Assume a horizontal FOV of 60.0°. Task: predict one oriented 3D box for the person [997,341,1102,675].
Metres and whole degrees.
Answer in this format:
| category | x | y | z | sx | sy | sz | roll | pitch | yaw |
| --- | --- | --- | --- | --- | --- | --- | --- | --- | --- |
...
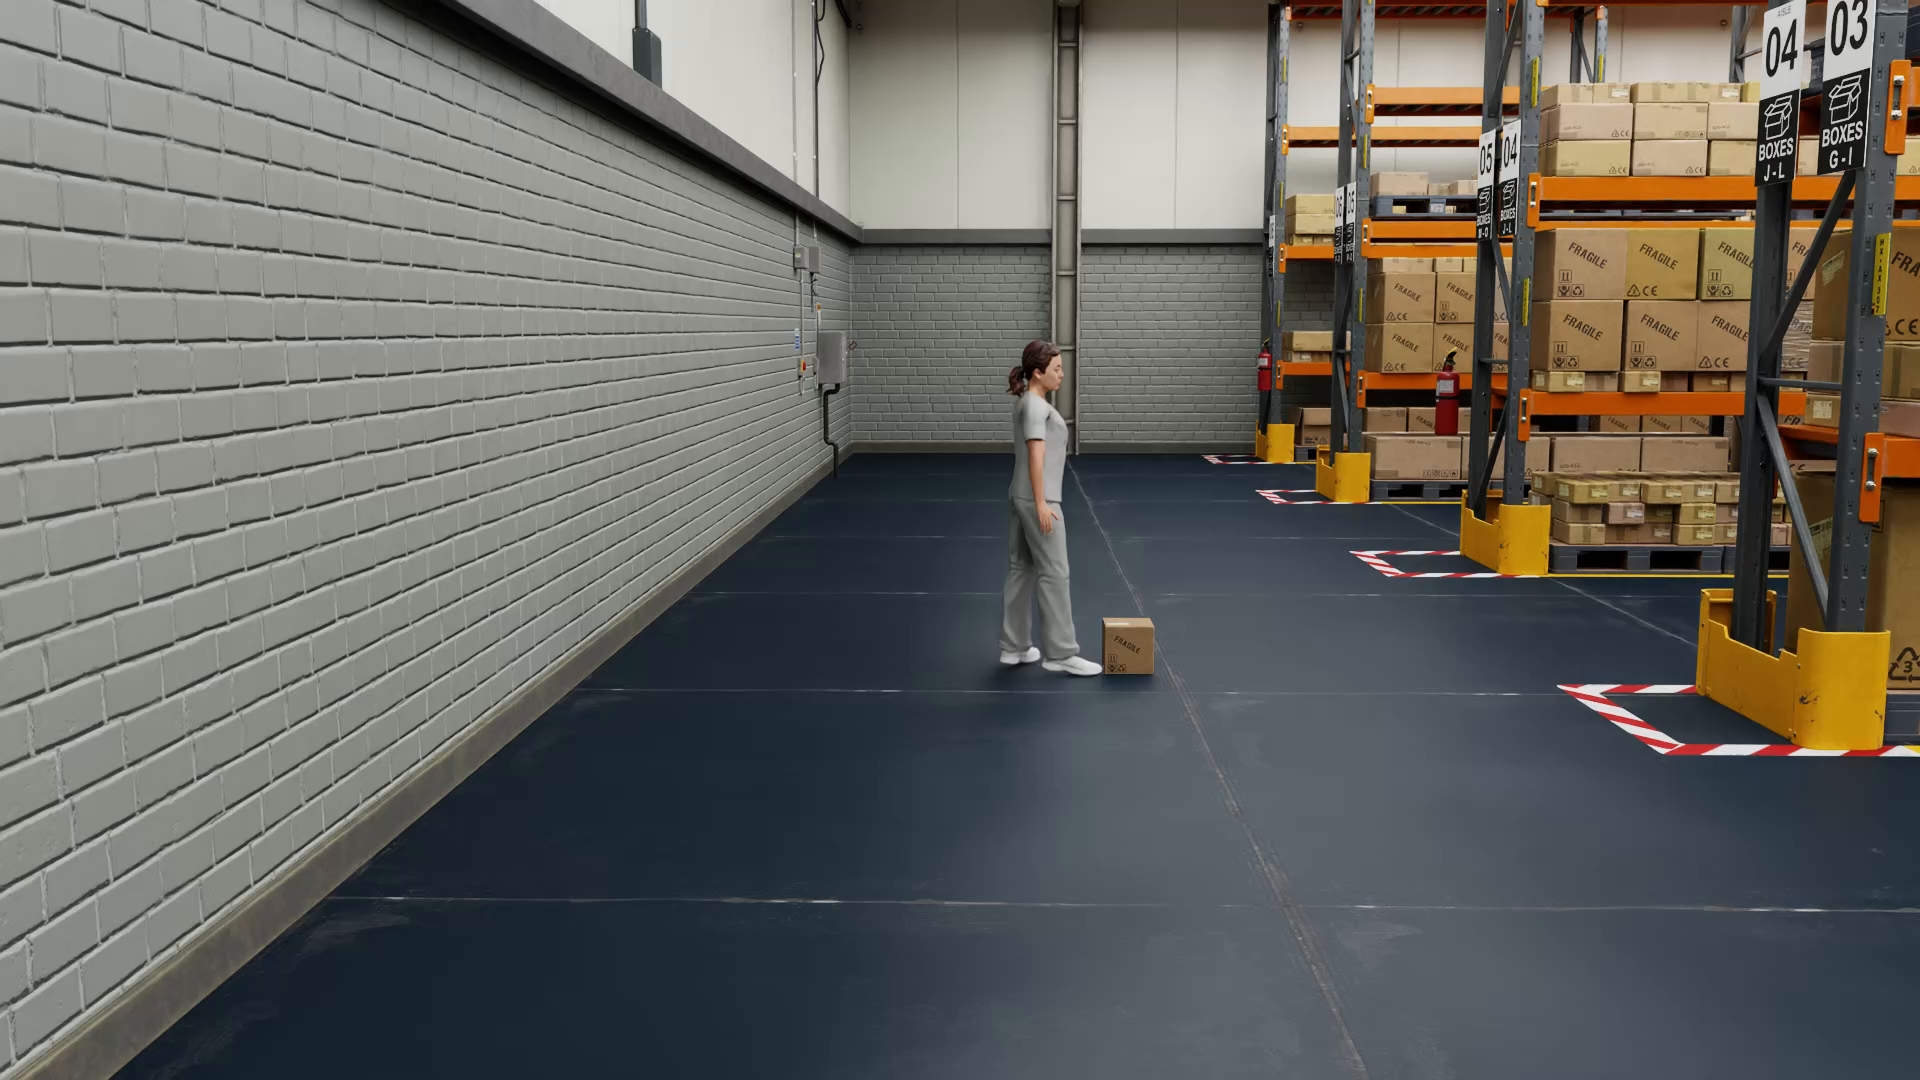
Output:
| category | x | y | z | sx | sy | sz | roll | pitch | yaw |
| --- | --- | --- | --- | --- | --- | --- | --- | --- | --- |
| person | 0.449 | -0.173 | 8.500 | 0.501 | 1.680 | 0.540 | -1 | 7 | -8 |
